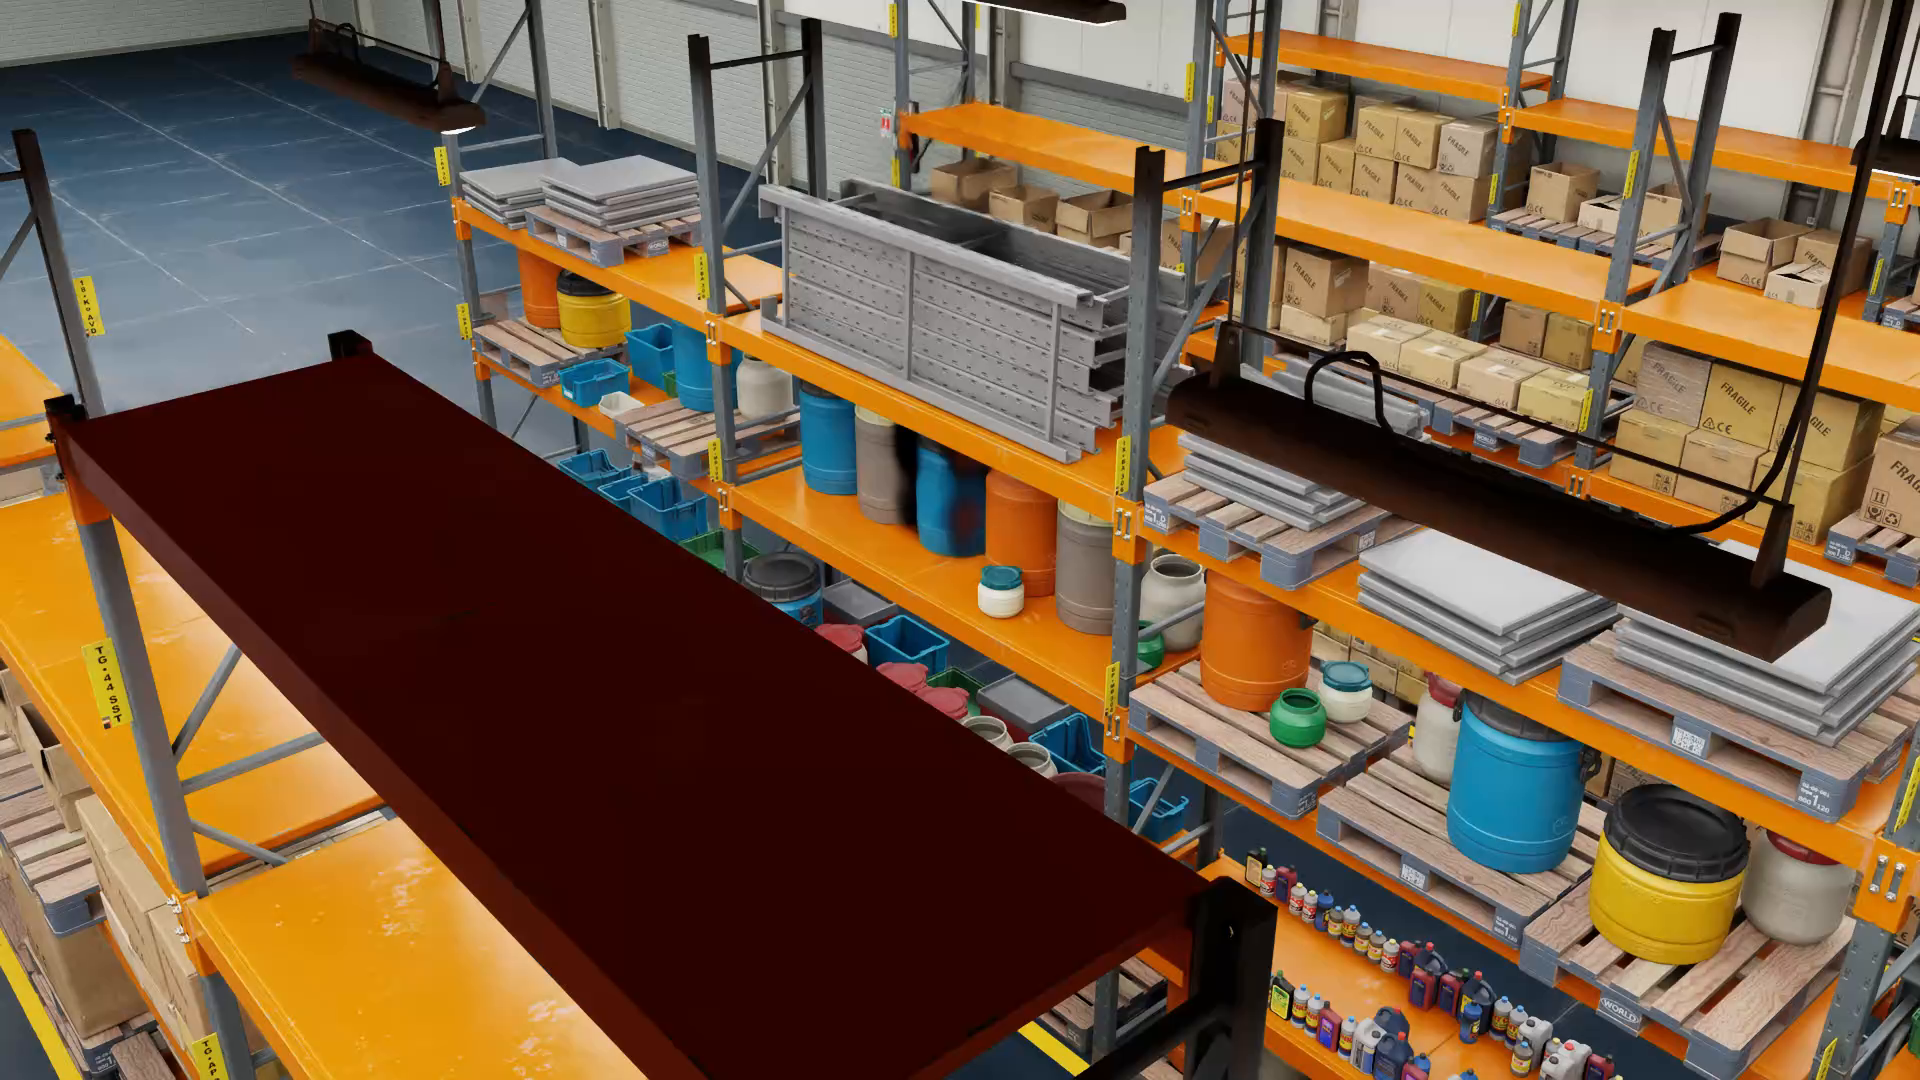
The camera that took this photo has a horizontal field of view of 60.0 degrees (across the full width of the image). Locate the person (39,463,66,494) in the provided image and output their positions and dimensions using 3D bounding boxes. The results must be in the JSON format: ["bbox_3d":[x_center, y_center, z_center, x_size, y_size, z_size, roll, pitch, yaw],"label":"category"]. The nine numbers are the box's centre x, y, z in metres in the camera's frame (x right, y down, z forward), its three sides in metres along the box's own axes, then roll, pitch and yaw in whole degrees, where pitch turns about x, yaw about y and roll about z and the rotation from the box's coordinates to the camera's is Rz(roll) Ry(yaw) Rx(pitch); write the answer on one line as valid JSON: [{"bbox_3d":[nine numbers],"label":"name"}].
[{"bbox_3d":[-9.753,-0.877,17.488,0.775,1.730,0.619,-5,27,-10],"label":"person"}]

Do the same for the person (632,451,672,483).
[{"bbox_3d":[-2.994,-0.596,16.842,0.677,1.817,0.671,13,30,24],"label":"person"}]
